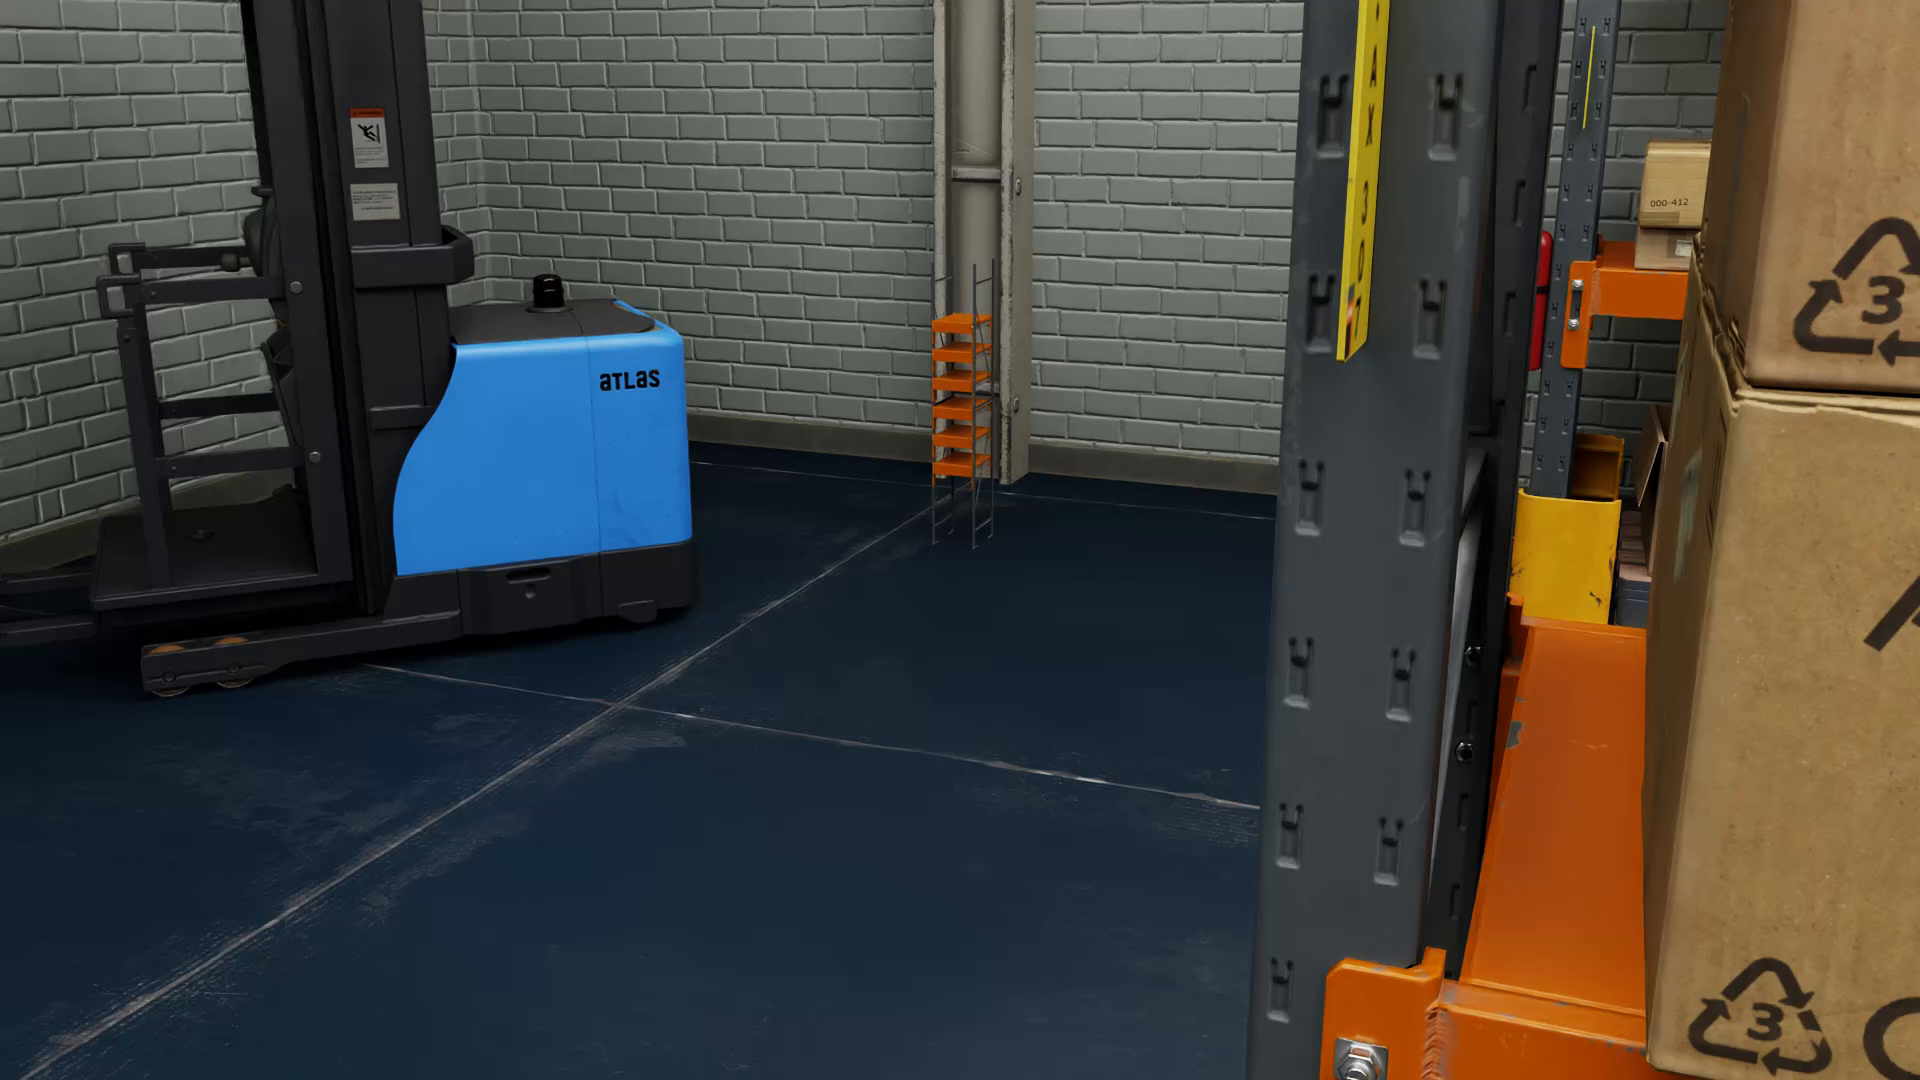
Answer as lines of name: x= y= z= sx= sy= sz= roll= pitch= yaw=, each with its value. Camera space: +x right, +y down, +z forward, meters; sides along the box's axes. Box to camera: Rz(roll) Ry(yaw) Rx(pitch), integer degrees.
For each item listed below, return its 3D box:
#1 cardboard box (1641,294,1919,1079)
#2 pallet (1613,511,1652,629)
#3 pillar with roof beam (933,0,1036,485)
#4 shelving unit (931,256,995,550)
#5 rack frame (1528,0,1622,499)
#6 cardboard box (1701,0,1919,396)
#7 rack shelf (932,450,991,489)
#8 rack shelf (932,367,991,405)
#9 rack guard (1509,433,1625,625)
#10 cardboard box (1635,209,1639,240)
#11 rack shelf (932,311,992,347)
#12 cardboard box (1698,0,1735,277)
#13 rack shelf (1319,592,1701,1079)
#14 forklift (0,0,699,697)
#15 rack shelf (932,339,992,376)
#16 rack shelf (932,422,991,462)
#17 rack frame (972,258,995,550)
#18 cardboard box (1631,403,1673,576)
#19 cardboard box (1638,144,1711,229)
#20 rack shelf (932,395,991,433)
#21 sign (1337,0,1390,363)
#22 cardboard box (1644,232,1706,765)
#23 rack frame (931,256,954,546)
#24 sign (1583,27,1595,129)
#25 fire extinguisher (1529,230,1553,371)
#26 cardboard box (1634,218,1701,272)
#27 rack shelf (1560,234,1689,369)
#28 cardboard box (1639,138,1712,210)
cardboard box: x=0.814 y=0.103 z=1.260 sx=0.500 sy=0.500 sz=0.500 roll=6 pitch=17 yaw=20
pallet: x=3.104 y=0.168 z=6.217 sx=1.213 sy=0.211 sz=1.003 roll=6 pitch=17 yaw=21
pillar with roof beam: x=-1.466 y=-3.535 z=3.208 sx=0.400 sy=9.000 sz=9.100 roll=6 pitch=17 yaw=21
shelving unit: x=0.013 y=-0.575 z=7.001 sx=0.189 sy=1.200 sz=0.258 roll=6 pitch=17 yaw=21
rack frame: x=2.291 y=-1.261 z=6.135 sx=0.127 sy=3.000 sz=1.000 roll=6 pitch=17 yaw=21
cardboard box: x=0.815 y=-0.378 z=1.123 sx=0.500 sy=0.500 sz=0.500 roll=6 pitch=17 yaw=19
rack shelf: x=0.013 y=-0.302 z=7.081 sx=0.180 sy=0.103 sz=0.258 roll=6 pitch=17 yaw=21
rack shelf: x=0.013 y=-0.647 z=6.980 sx=0.180 sy=0.103 sz=0.258 roll=6 pitch=17 yaw=21
rack guard: x=2.362 y=-0.052 z=6.457 sx=0.348 sy=0.500 sz=1.175 roll=6 pitch=17 yaw=21
cardboard box: x=2.698 y=-1.176 z=6.293 sx=0.250 sy=0.149 sz=0.380 roll=6 pitch=17 yaw=20
rack shelf: x=0.013 y=-0.878 z=6.913 sx=0.180 sy=0.103 sz=0.258 roll=6 pitch=17 yaw=21
cardboard box: x=1.009 y=-0.513 z=1.589 sx=0.500 sy=0.500 sz=0.500 roll=7 pitch=18 yaw=22
rack shelf: x=2.334 y=0.577 z=1.095 sx=4.000 sy=0.370 sz=1.077 roll=6 pitch=17 yaw=21
forklift: x=-2.529 y=-1.064 z=5.582 sx=3.031 sy=2.935 sz=1.130 roll=-7 pitch=18 yaw=-23
rack shelf: x=0.013 y=-0.763 z=6.947 sx=0.180 sy=0.103 sz=0.258 roll=6 pitch=17 yaw=21
rack shelf: x=0.013 y=-0.417 z=7.047 sx=0.180 sy=0.103 sz=0.258 roll=6 pitch=17 yaw=21
rack frame: x=0.099 y=-0.565 z=6.969 sx=0.006 sy=1.200 sz=0.240 roll=6 pitch=17 yaw=21
cardboard box: x=2.825 y=-0.176 z=6.125 sx=0.637 sy=0.503 sz=0.797 roll=6 pitch=17 yaw=18
cardboard box: x=2.614 y=-1.215 z=5.714 sx=0.500 sy=0.250 sz=0.500 roll=6 pitch=17 yaw=21
rack shelf: x=0.013 y=-0.532 z=7.014 sx=0.180 sy=0.103 sz=0.258 roll=6 pitch=17 yaw=21
sign: x=0.264 y=-0.283 z=1.074 sx=0.005 sy=0.325 sz=0.100 roll=6 pitch=17 yaw=21
cardboard box: x=1.019 y=-0.040 z=1.752 sx=0.500 sy=0.500 sz=0.500 roll=6 pitch=17 yaw=21
rack frame: x=-0.072 y=-0.584 z=7.034 sx=0.006 sy=1.200 sz=0.240 roll=6 pitch=17 yaw=21
sign: x=2.092 y=-1.536 z=5.530 sx=0.005 sy=0.325 sz=0.100 roll=6 pitch=17 yaw=21
fire extinguisher: x=1.985 y=-0.939 z=5.837 sx=0.183 sy=0.674 sz=0.296 roll=6 pitch=17 yaw=21
cardboard box: x=2.496 y=-1.035 z=5.810 sx=0.250 sy=0.149 sz=0.380 roll=6 pitch=17 yaw=20
rack shelf: x=4.152 y=-0.710 z=5.531 sx=4.000 sy=0.370 sz=1.077 roll=6 pitch=17 yaw=21
cardboard box: x=2.816 y=-1.353 z=6.190 sx=0.500 sy=0.250 sz=0.500 roll=7 pitch=18 yaw=22
